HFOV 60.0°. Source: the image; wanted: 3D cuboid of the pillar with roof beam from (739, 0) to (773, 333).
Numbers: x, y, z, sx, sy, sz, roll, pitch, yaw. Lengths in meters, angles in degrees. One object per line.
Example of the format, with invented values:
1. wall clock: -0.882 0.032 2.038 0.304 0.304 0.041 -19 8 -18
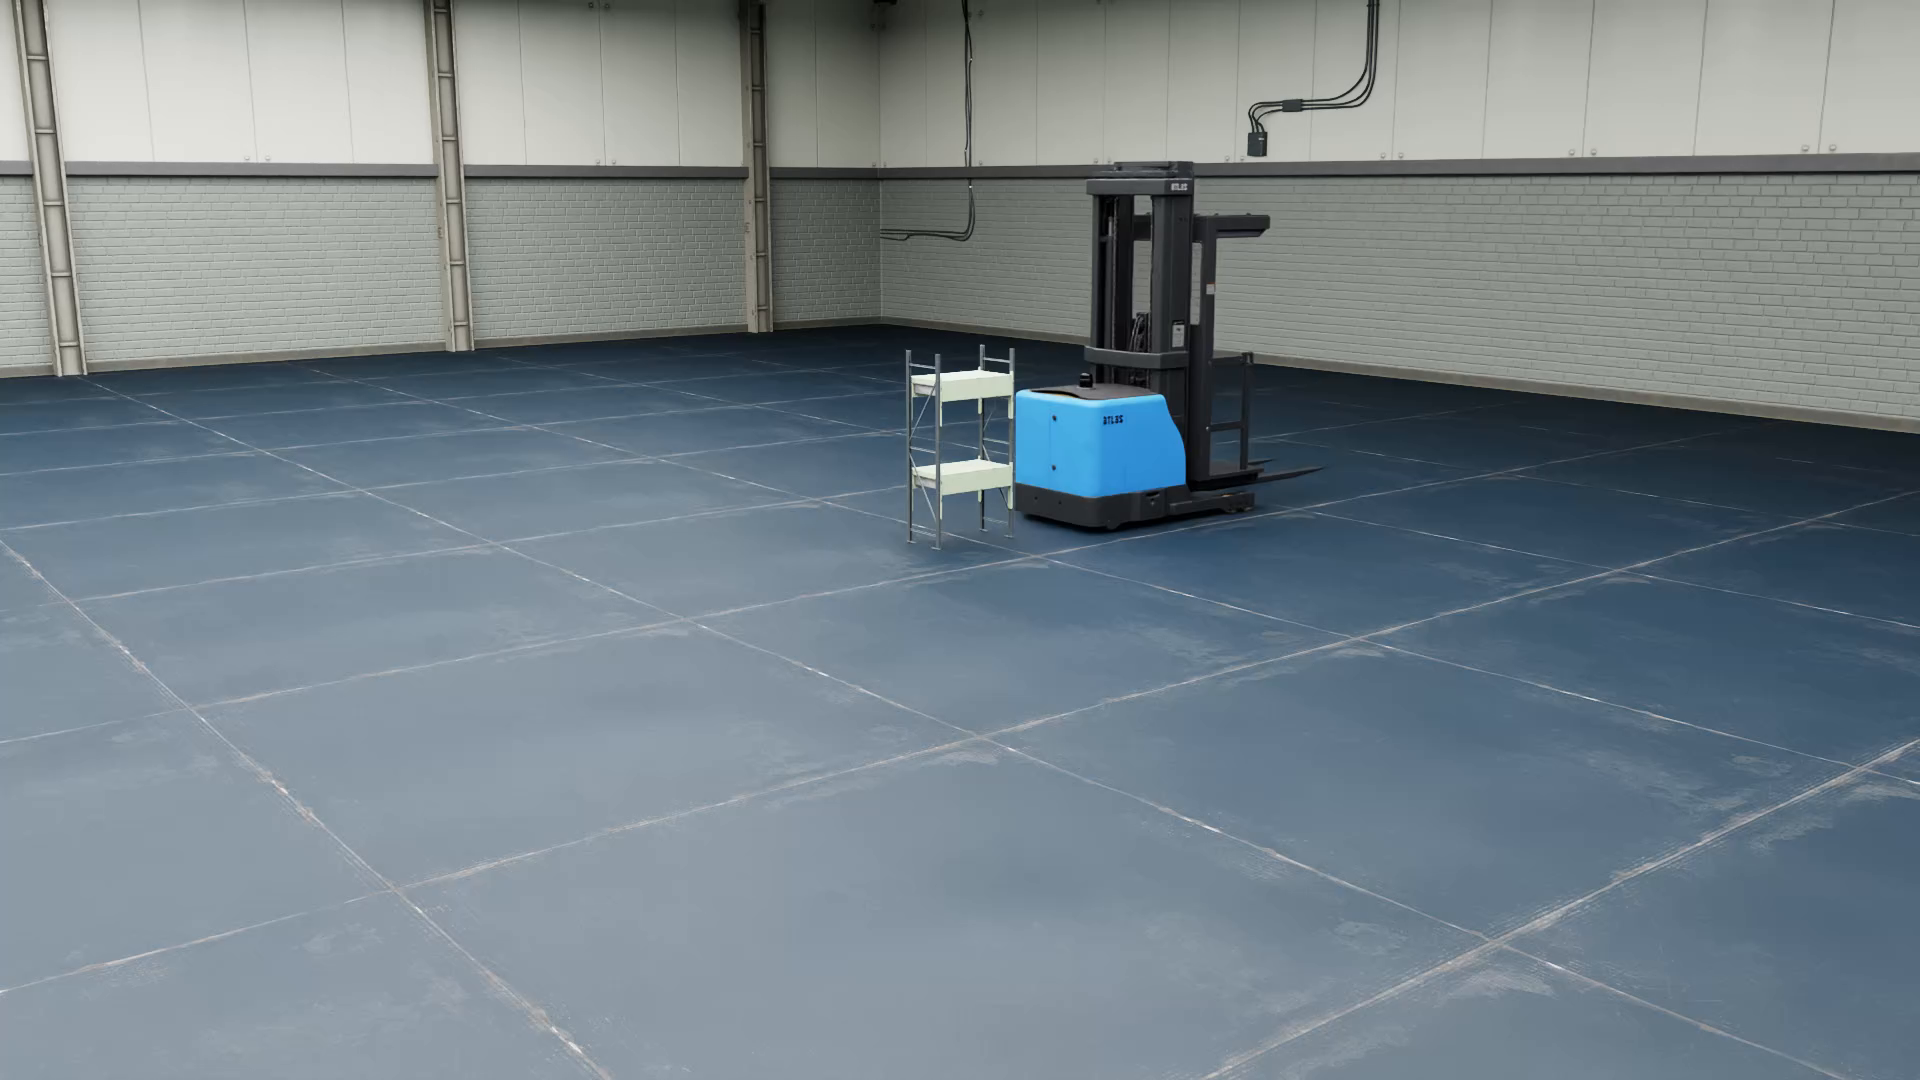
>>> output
1. pillar with roof beam: -1.158 -7.721 27.825 0.400 9.000 9.100 -9 15 -38

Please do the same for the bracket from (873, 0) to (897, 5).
1. bracket: -1.451 -10.484 32.170 0.430 0.232 0.235 -9 15 -38

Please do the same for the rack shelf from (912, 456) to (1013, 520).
1. rack shelf: 0.005 -0.416 13.045 0.720 0.370 0.431 -9 15 -38

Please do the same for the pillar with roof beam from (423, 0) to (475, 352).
1. pillar with roof beam: -5.844 -6.942 24.159 0.400 9.000 9.100 -9 15 -38

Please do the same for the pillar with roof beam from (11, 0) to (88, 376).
1. pillar with roof beam: -10.529 -6.164 20.492 0.400 9.000 9.100 -9 15 -38

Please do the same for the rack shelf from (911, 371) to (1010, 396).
1. rack shelf: 0.005 -1.212 12.876 0.686 0.124 0.368 -9 15 -38

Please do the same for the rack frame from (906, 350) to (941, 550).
1. rack frame: -0.281 -0.687 12.753 0.023 1.500 0.400 -9 15 -38

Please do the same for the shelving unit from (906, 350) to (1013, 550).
1. shelving unit: 0.003 -0.734 12.975 0.748 1.500 0.431 -9 15 -38

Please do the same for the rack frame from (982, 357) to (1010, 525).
1. rack frame: 0.290 -0.782 13.202 0.010 1.308 0.380 -9 15 -38

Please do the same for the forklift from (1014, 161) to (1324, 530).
1. forklift: 1.918 -1.735 14.245 3.031 2.935 1.130 -9 15 -37
